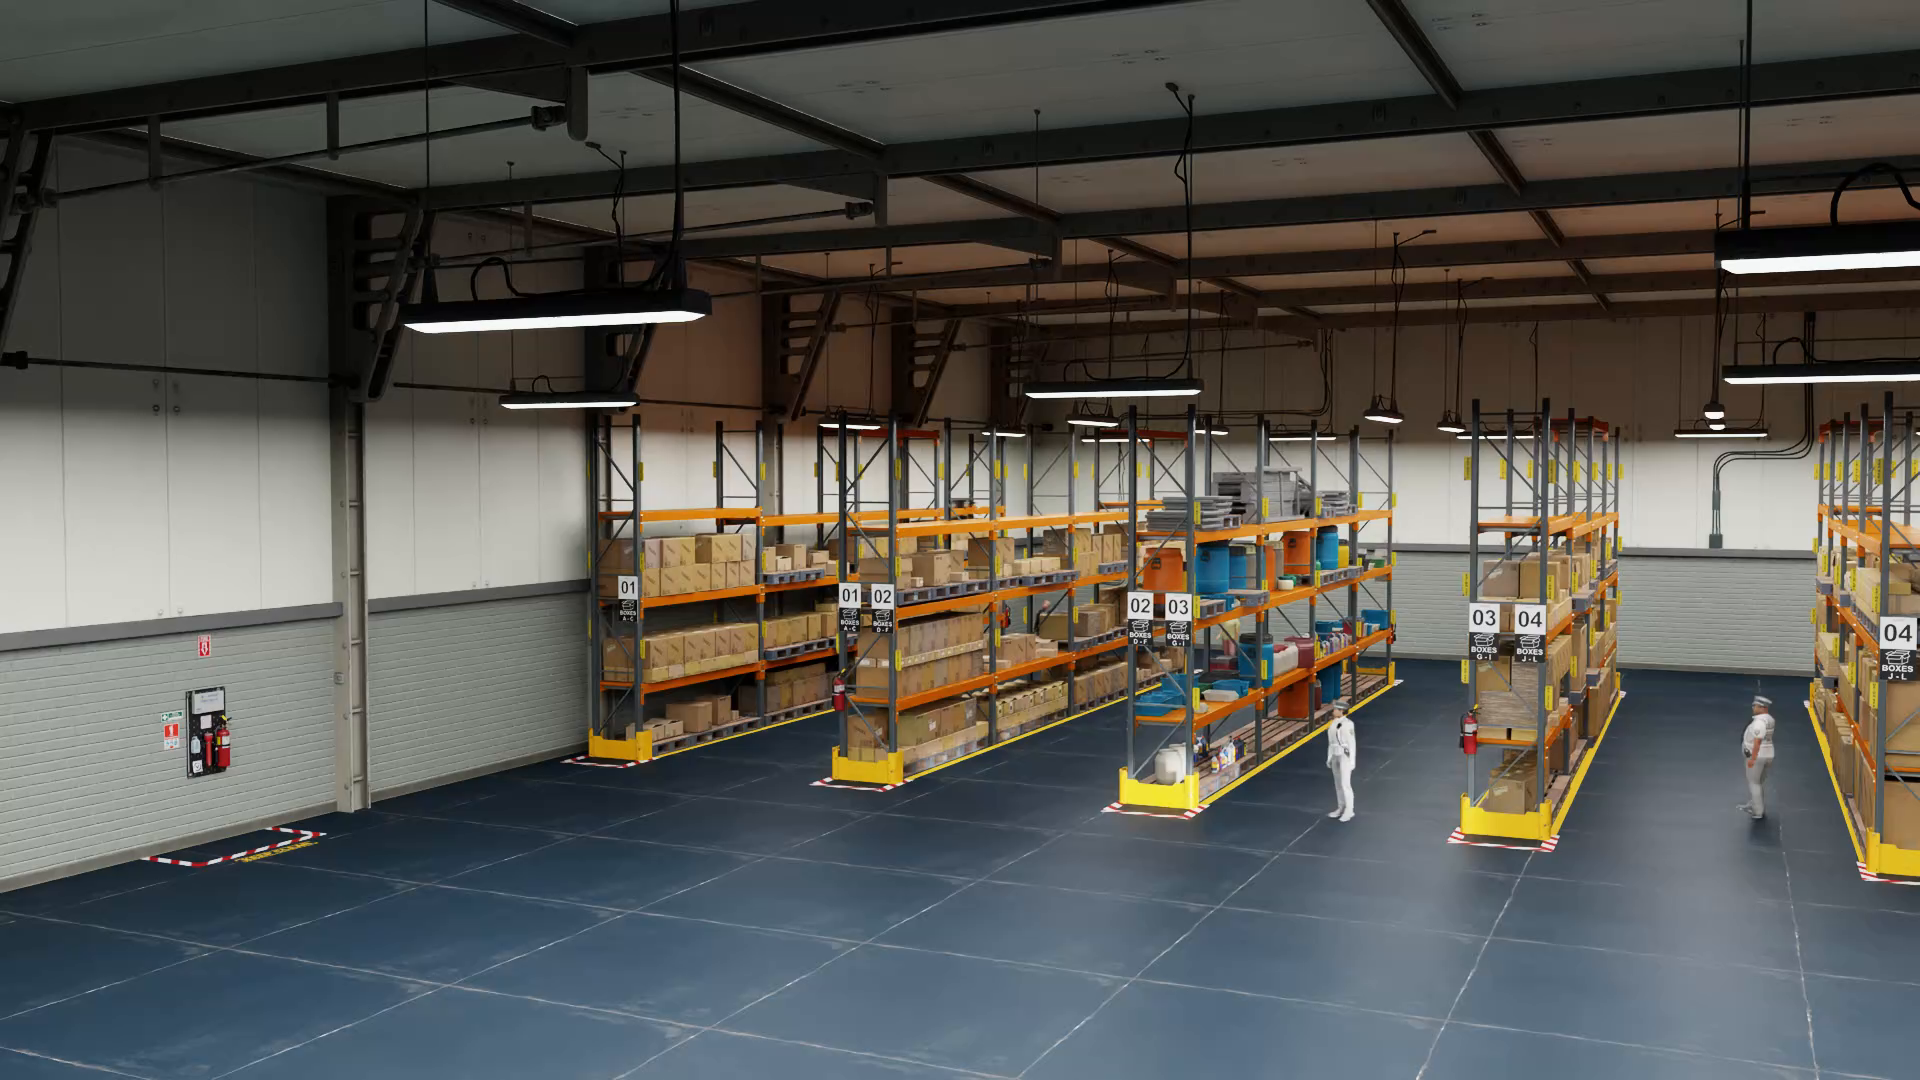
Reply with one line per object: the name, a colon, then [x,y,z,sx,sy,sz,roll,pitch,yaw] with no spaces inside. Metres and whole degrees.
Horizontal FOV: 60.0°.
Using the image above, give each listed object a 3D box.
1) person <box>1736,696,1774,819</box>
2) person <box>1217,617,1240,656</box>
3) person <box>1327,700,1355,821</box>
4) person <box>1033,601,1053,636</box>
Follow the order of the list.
person: [11.533,3.133,24.208,0.550,1.769,0.631,-1,3,-32]
person: [6.643,2.489,41.299,0.578,1.632,0.701,2,3,37]
person: [5.512,3.183,24.082,0.350,1.722,0.552,-1,3,-21]
person: [2.123,2.409,43.019,0.602,1.665,1.012,1,3,29]
